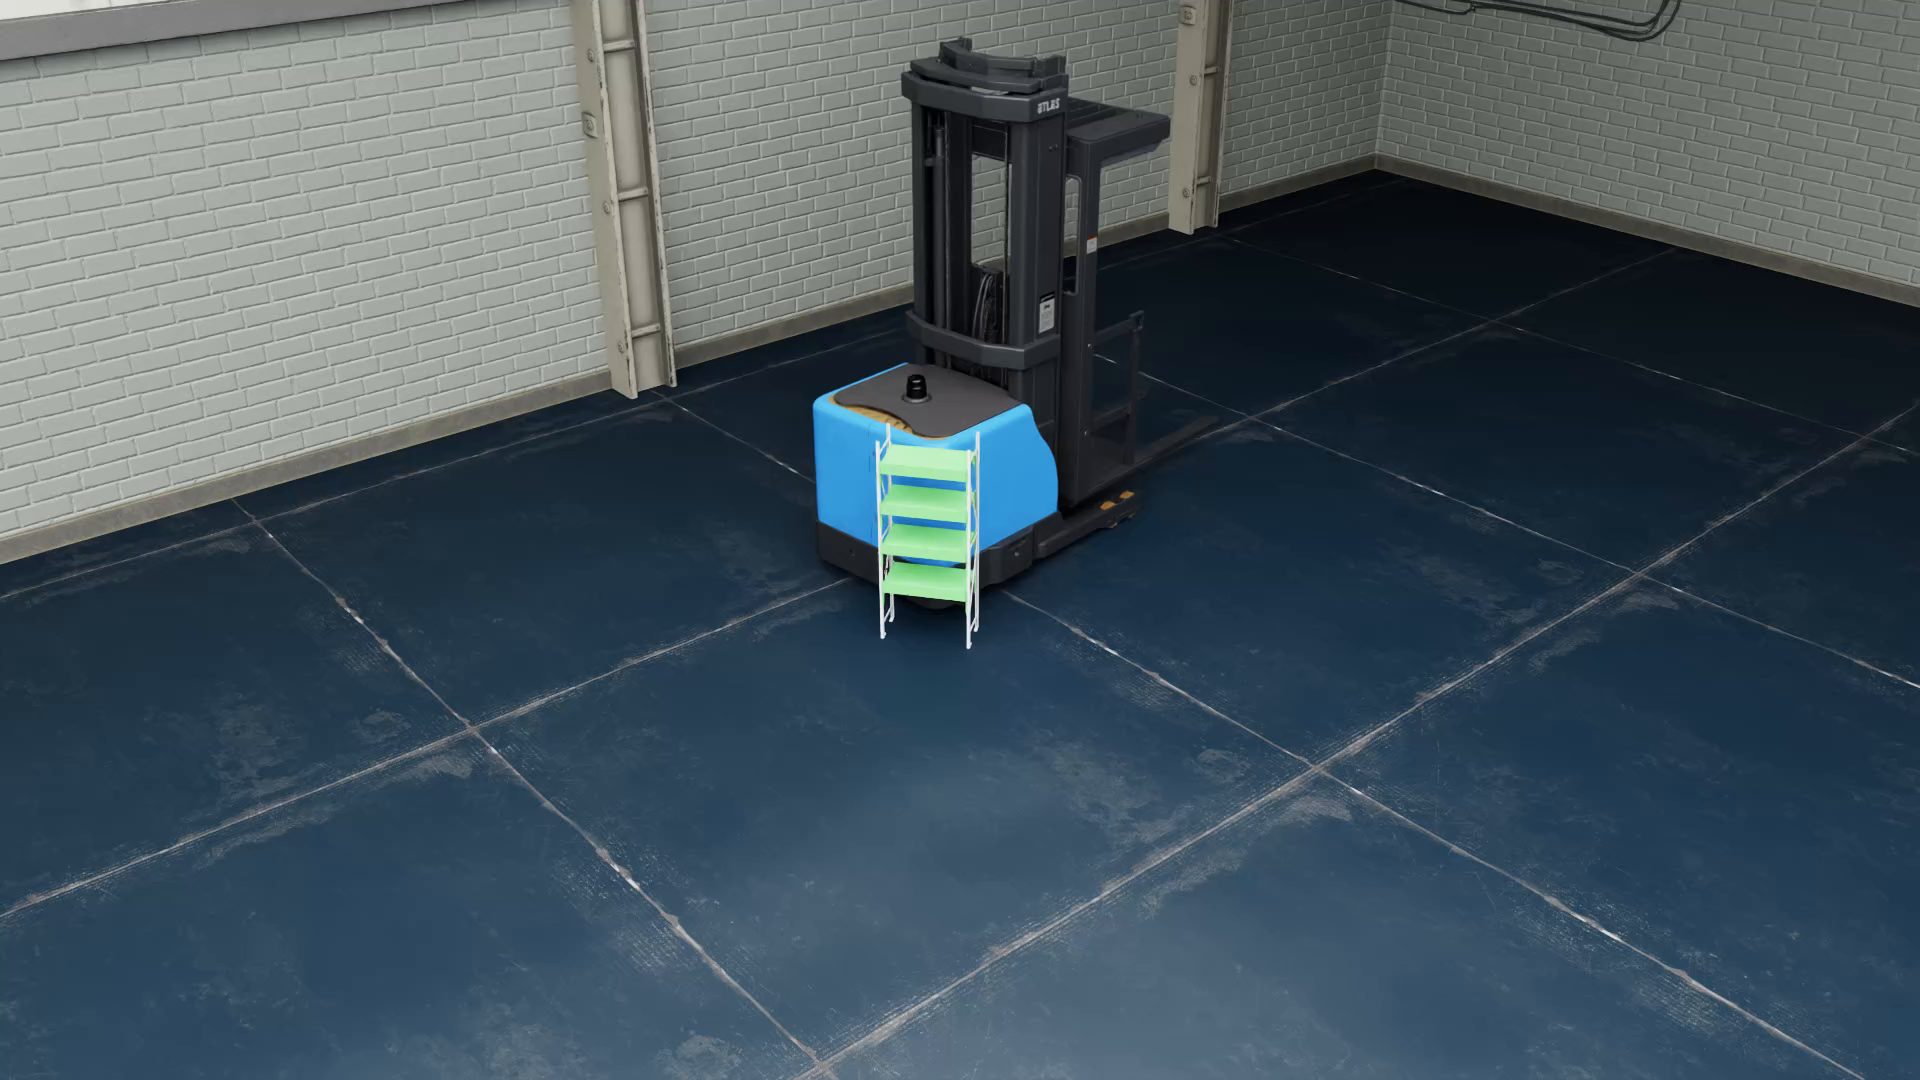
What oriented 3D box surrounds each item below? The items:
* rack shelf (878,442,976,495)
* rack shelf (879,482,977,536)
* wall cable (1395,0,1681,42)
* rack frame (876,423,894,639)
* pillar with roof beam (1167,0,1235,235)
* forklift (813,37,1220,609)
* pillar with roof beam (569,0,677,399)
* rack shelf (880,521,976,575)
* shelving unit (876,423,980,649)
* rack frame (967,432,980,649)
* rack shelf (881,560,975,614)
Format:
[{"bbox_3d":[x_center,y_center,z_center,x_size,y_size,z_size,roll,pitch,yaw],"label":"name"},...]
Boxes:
[{"bbox_3d":[-0.168,-0.379,8.804,0.480,0.148,0.258,6,29,11],"label":"rack shelf"},{"bbox_3d":[-0.168,-0.168,8.917,0.480,0.148,0.258,6,29,11],"label":"rack shelf"},{"bbox_3d":[5.308,-6.009,15.242,0.112,2.526,3.097,-22,35,-35],"label":"wall cable"},{"bbox_3d":[-0.406,-0.037,9.047,0.015,1.200,0.240,6,29,11],"label":"rack frame"},{"bbox_3d":[5.003,-5.408,10.822,0.400,9.000,9.100,-22,35,-35],"label":"pillar with roof beam"},{"bbox_3d":[0.508,-1.512,9.969,1.130,2.935,3.031,23,36,37],"label":"forklift"},{"bbox_3d":[0.438,-3.573,7.388,0.400,9.000,9.100,-22,35,-35],"label":"pillar with roof beam"},{"bbox_3d":[-0.168,0.044,9.030,0.480,0.148,0.258,6,29,11],"label":"rack shelf"},{"bbox_3d":[-0.168,-0.012,9.000,0.503,1.200,0.258,6,29,11],"label":"shelving unit"},{"bbox_3d":[0.070,0.013,8.954,0.015,1.200,0.240,6,29,11],"label":"rack frame"},{"bbox_3d":[-0.168,0.256,9.143,0.480,0.148,0.258,6,29,11],"label":"rack shelf"}]
